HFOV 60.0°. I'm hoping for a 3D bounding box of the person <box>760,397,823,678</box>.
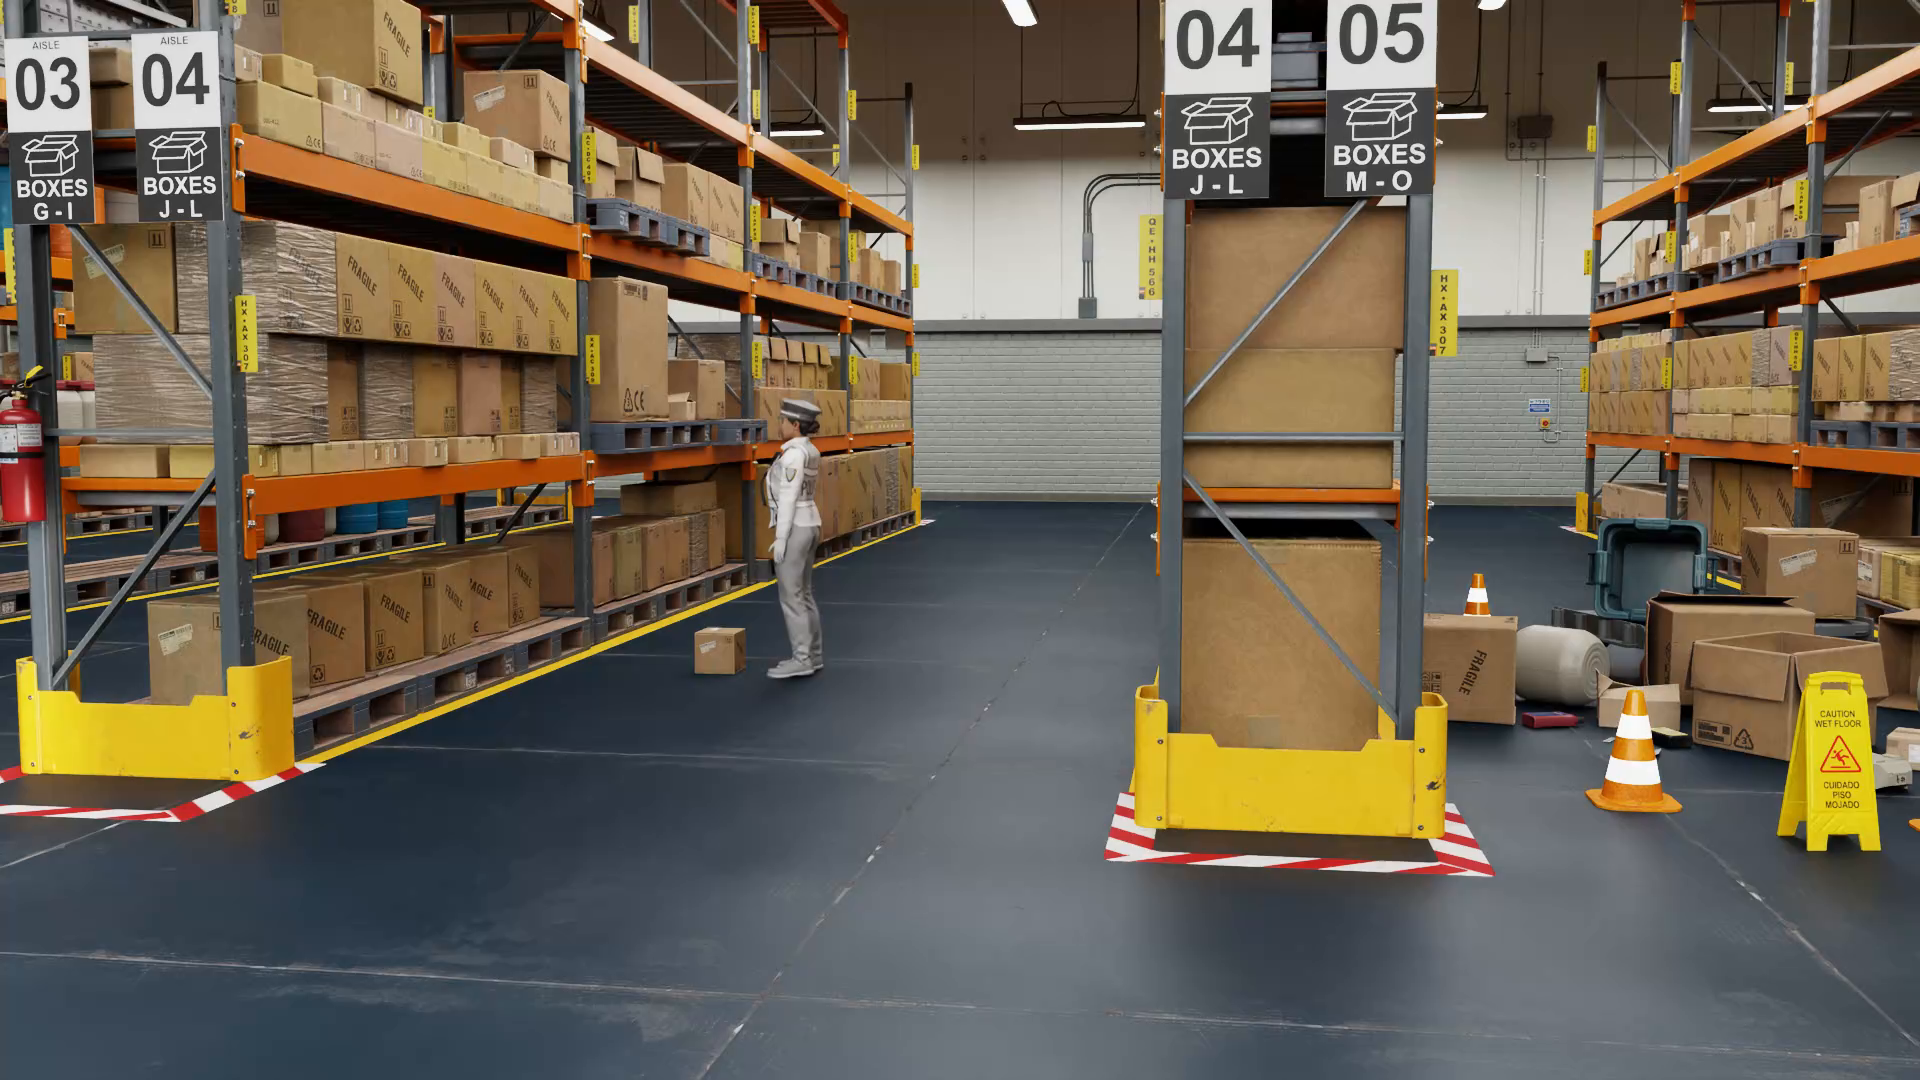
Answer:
[{"bbox_3d":[-1.007,-0.021,10.075,0.345,1.687,0.466,1,5,10],"label":"person"}]
